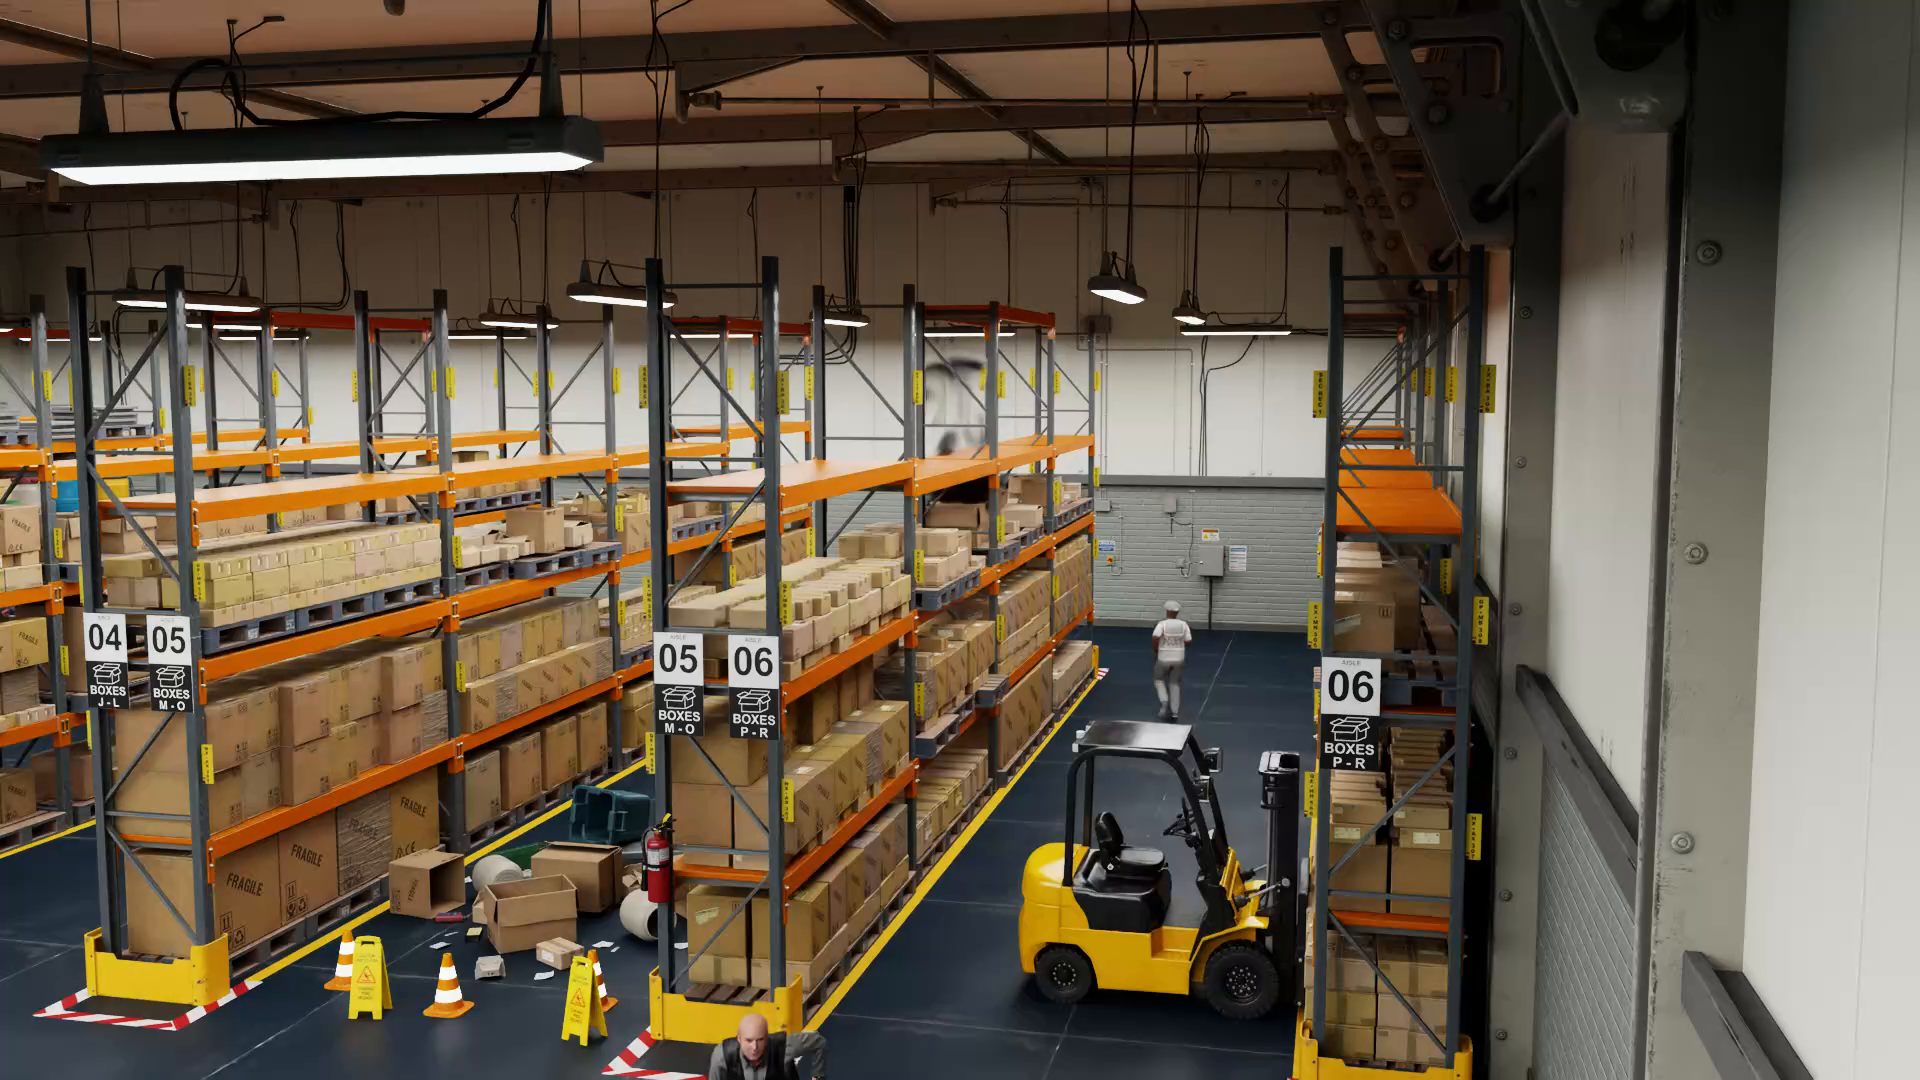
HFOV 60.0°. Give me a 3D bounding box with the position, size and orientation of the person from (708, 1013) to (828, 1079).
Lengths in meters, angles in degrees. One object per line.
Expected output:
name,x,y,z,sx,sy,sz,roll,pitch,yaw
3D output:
person,-1.117,3.394,9.655,0.687,1.509,0.885,0,6,-1

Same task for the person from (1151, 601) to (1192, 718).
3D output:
person,3.122,1.781,24.887,0.646,1.778,0.634,0,6,-5
